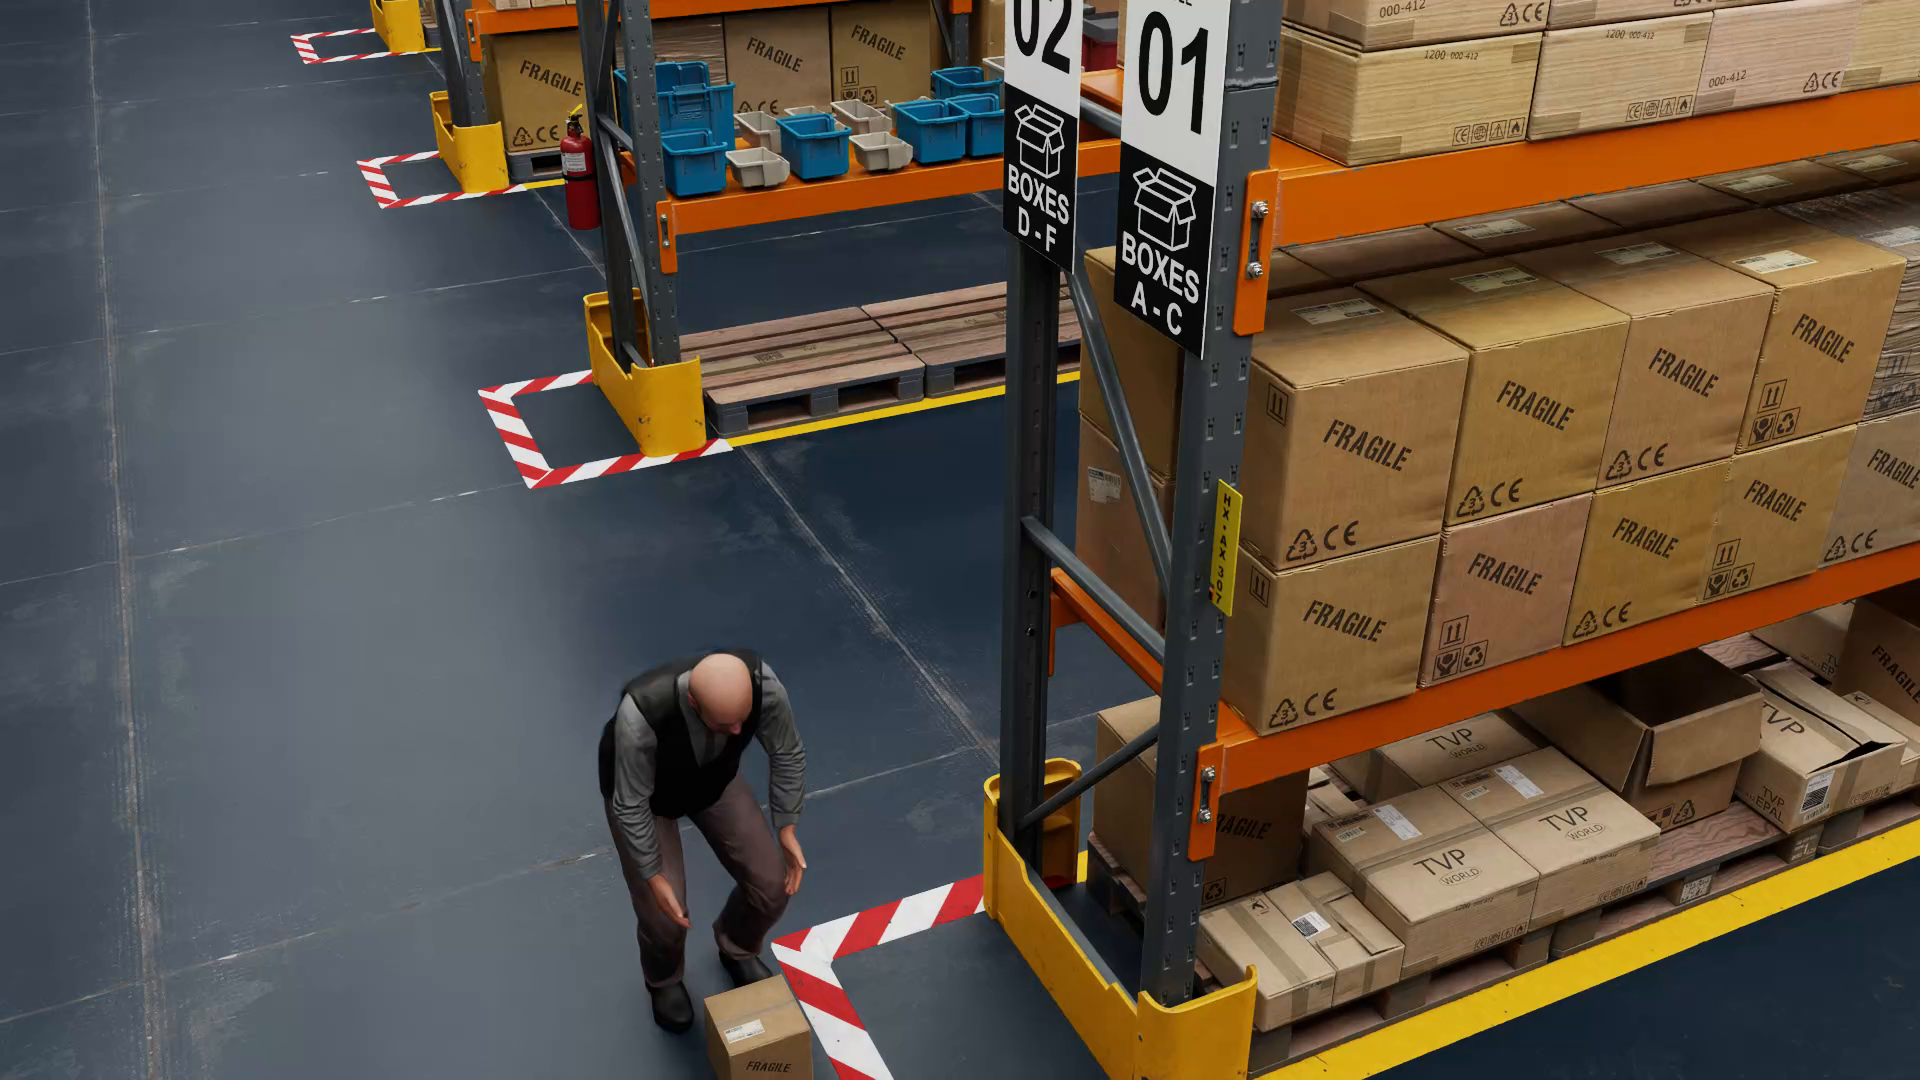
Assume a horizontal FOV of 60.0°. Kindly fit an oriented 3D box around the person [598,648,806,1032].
[{"bbox_3d":[-0.771,0.823,5.013,0.591,1.404,0.709,-14,32,-24],"label":"person"}]
